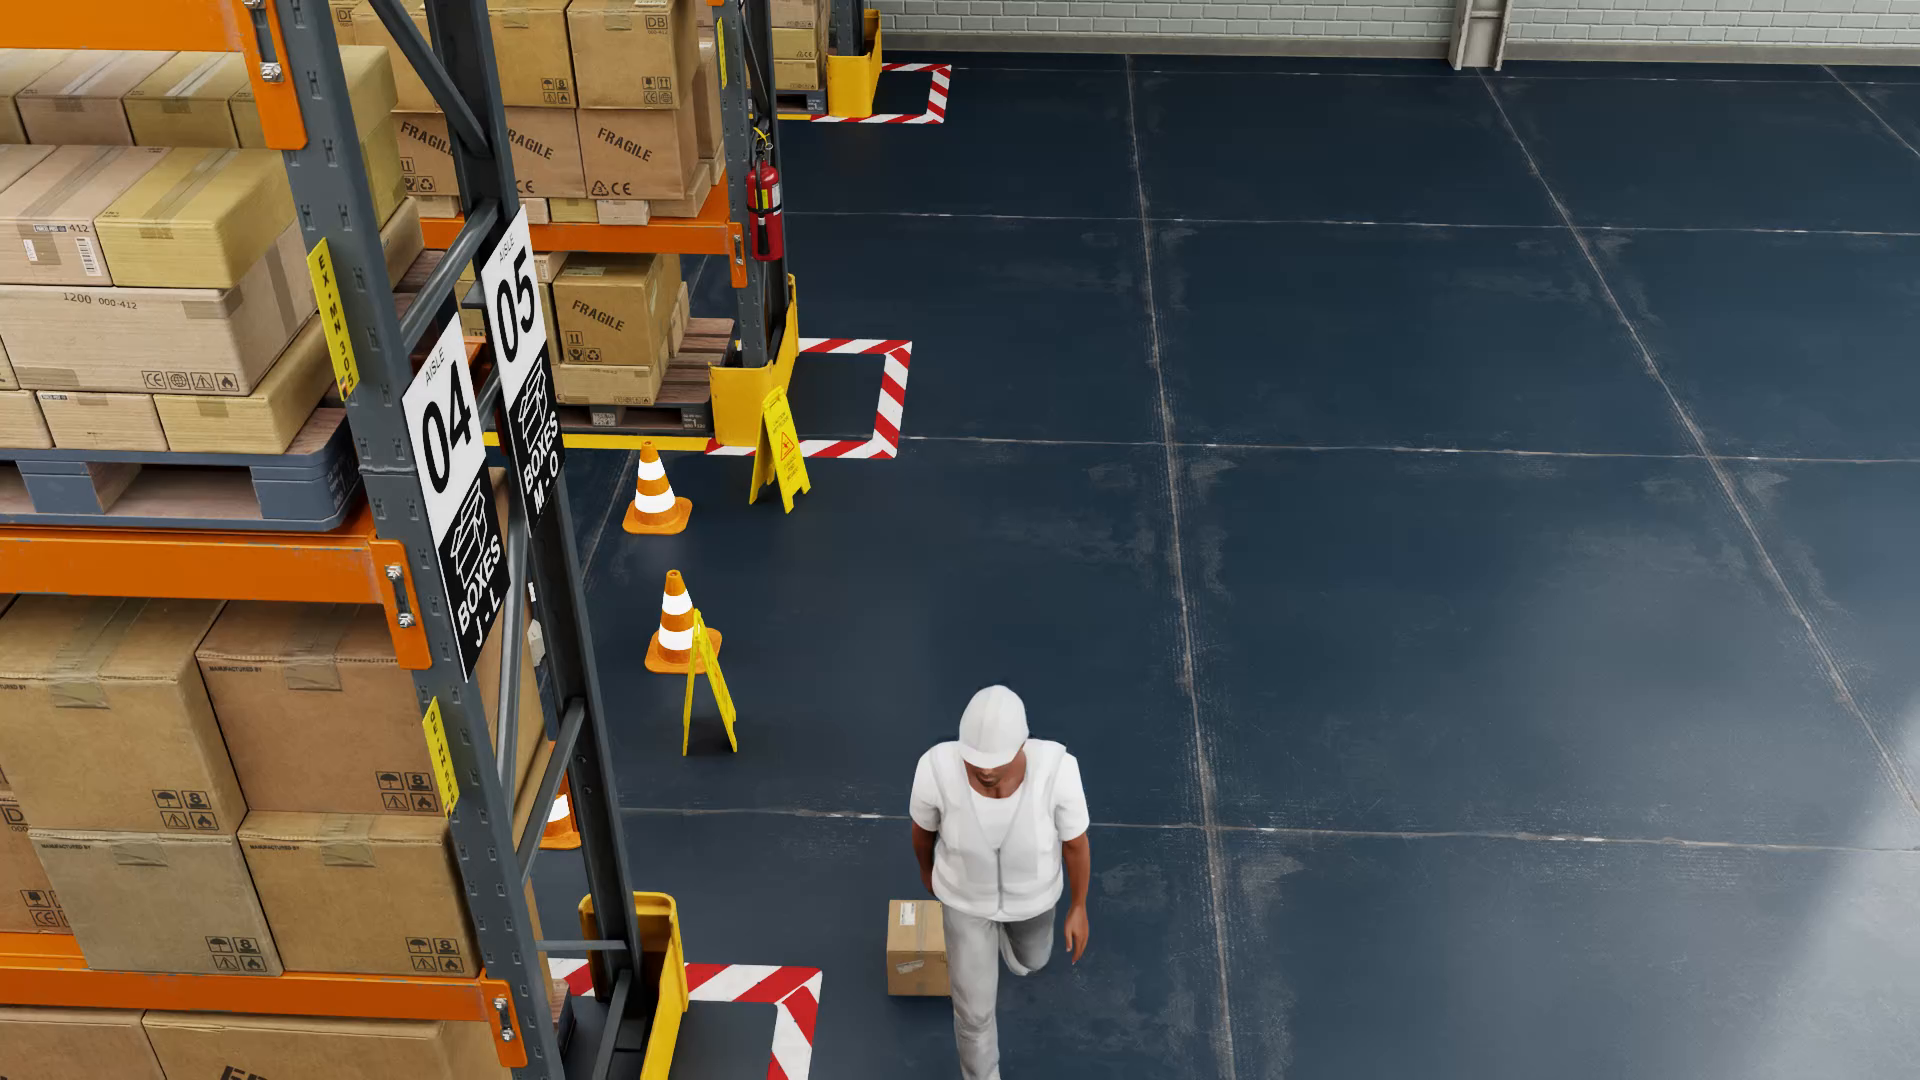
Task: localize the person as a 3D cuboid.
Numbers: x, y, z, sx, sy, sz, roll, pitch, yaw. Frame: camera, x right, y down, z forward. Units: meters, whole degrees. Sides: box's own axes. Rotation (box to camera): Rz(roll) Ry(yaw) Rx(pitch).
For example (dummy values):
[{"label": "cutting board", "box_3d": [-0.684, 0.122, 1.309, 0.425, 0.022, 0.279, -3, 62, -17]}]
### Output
[{"label": "person", "box_3d": [0.127, 1.116, 5.525, 0.575, 1.726, 0.995, -2, 36, -3]}]
